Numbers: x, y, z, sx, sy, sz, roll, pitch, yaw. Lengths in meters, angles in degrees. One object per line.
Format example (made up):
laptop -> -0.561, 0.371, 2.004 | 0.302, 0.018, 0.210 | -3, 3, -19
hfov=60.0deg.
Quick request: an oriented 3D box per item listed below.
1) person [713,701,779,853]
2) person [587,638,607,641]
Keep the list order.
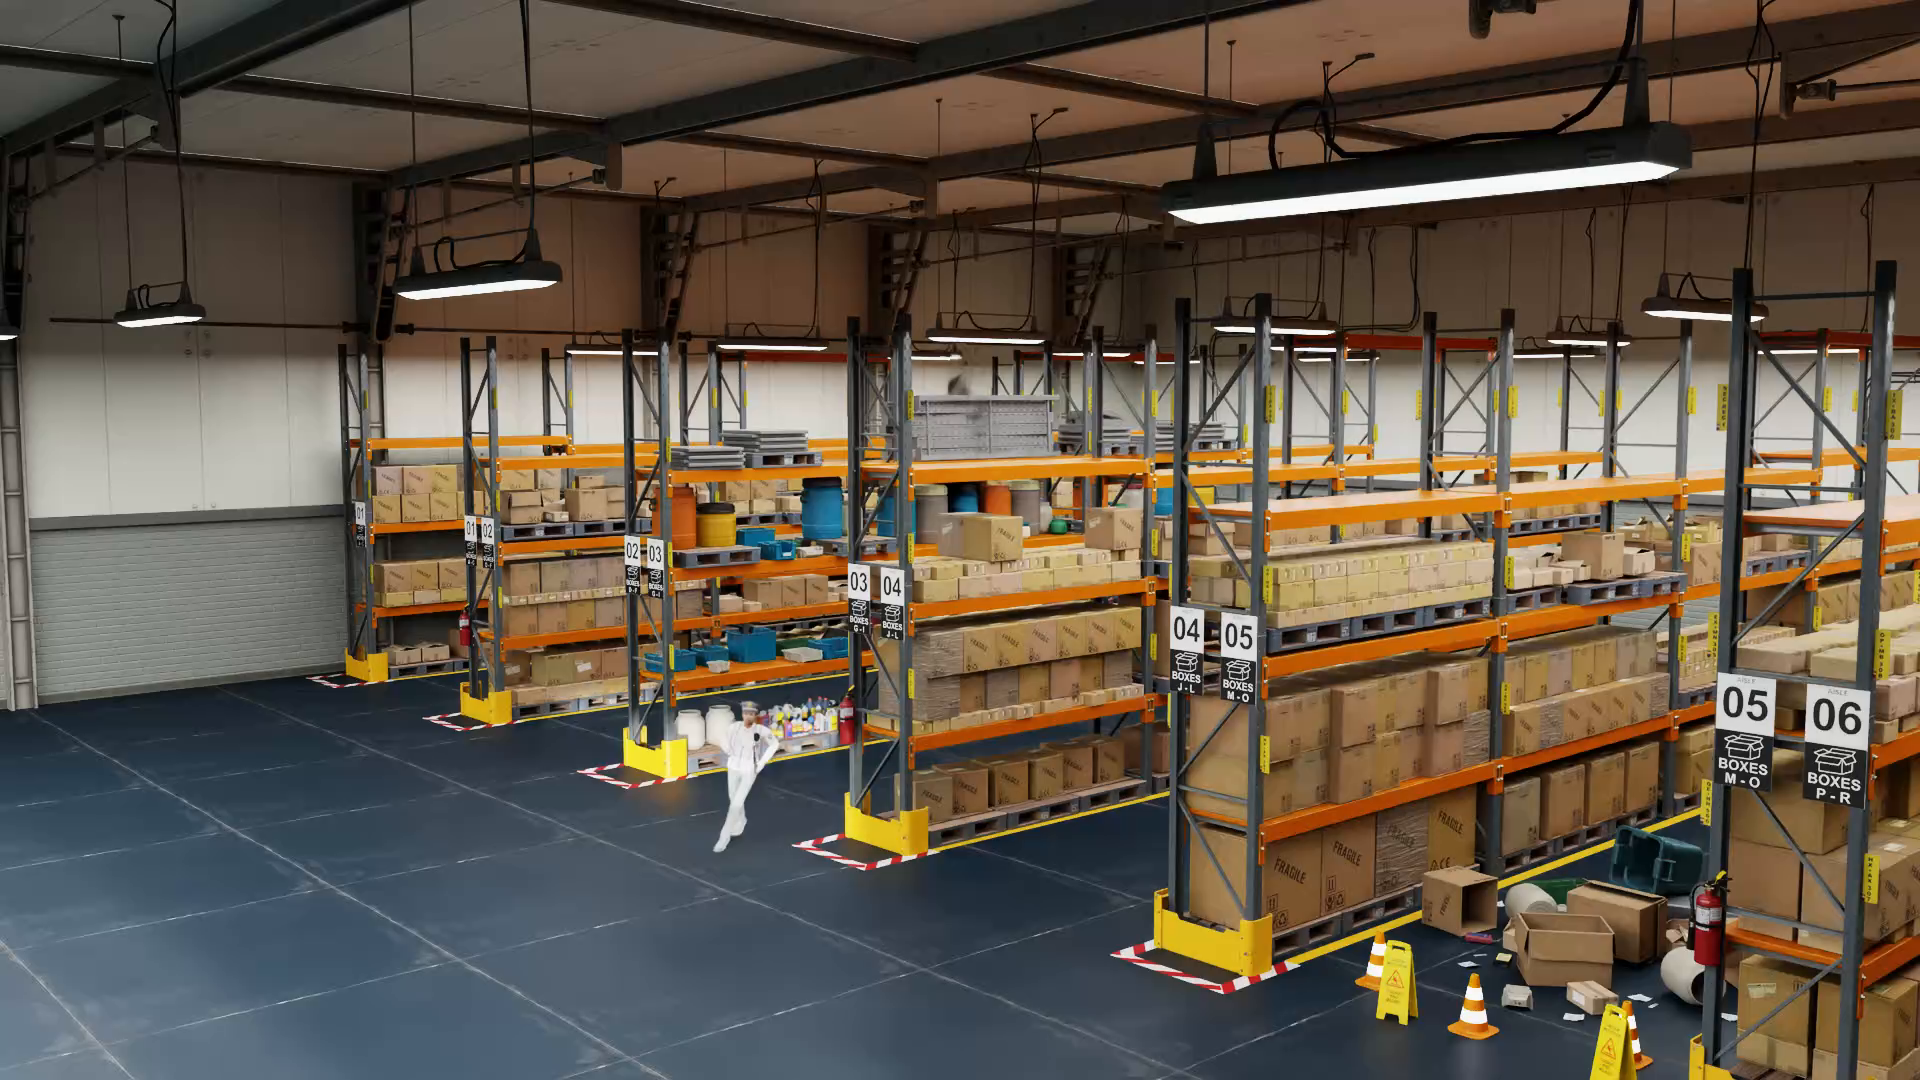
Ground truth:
person -> -2.419, 2.641, 18.899 | 0.625, 1.694, 0.811 | 2, 5, 19
person -> -6.440, 1.632, 29.836 | 0.700, 1.759, 0.881 | 4, 6, 37
